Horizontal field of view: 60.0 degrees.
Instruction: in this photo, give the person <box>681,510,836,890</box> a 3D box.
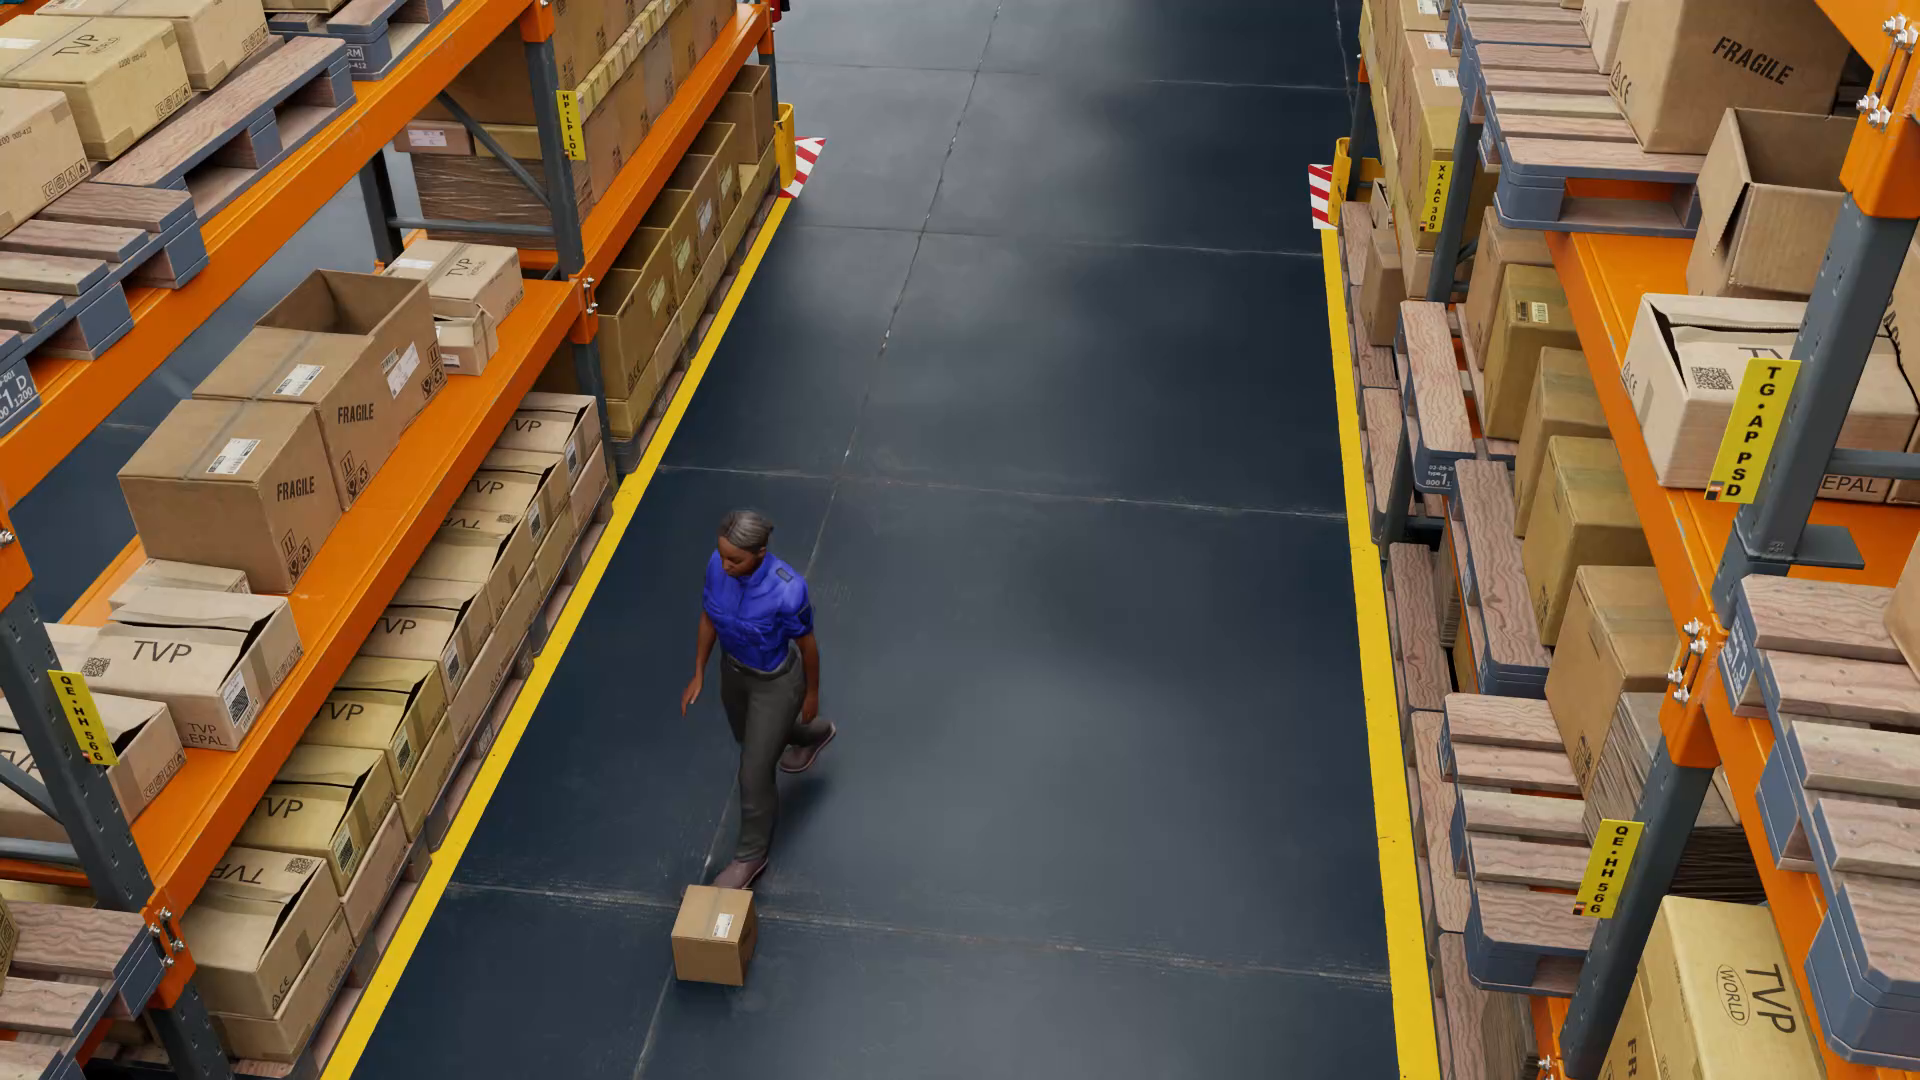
[{"bbox_3d":[-0.750,0.519,6.338,0.448,1.607,0.904,25,43,30],"label":"person"}]
